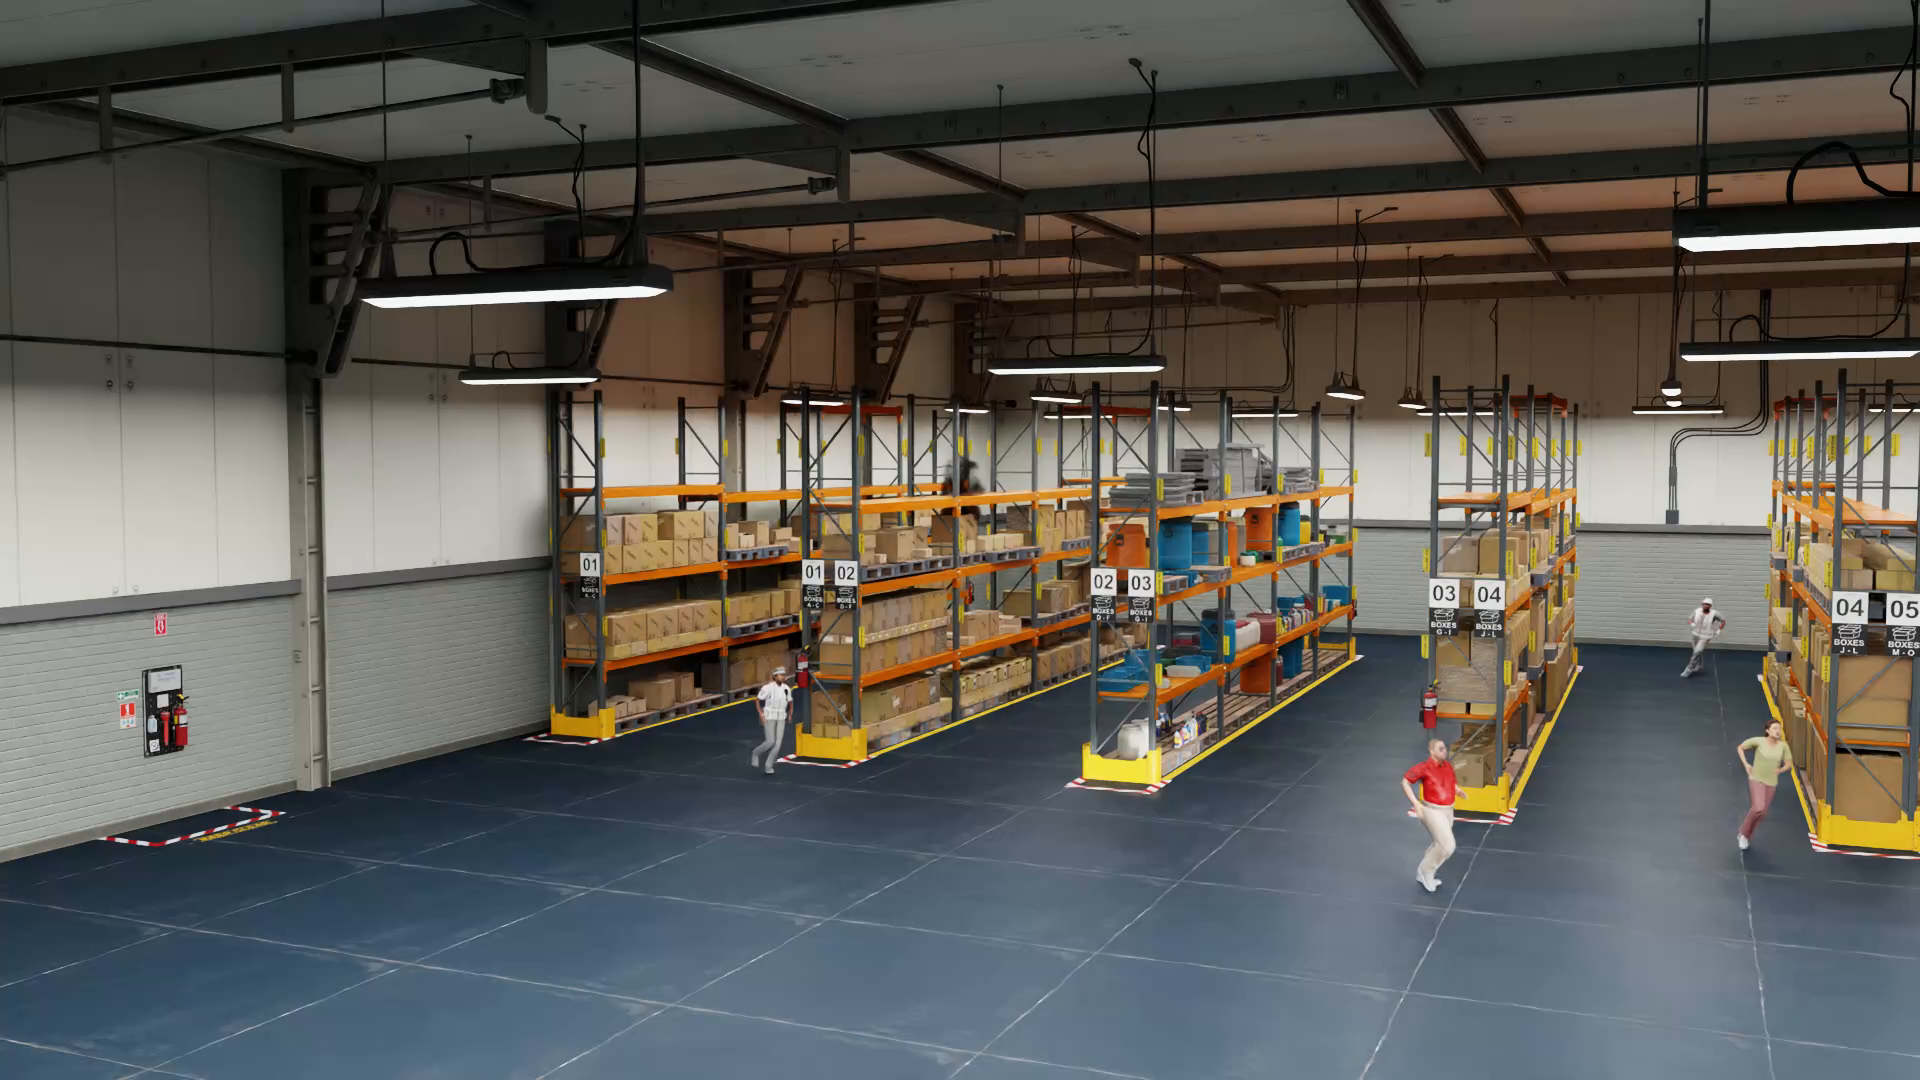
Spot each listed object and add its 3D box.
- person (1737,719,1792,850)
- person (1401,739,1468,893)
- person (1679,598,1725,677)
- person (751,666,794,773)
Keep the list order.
[{"bbox_3d":[10.036,3.043,20.745,0.593,1.658,0.602,0,3,1],"label":"person"},{"bbox_3d":[5.418,3.115,18.758,0.646,1.714,0.677,-3,4,-38],"label":"person"},{"bbox_3d":[16.272,2.131,36.443,0.944,1.746,0.786,-3,4,-39],"label":"person"},{"bbox_3d":[-2.865,2.762,25.741,0.639,1.633,0.535,-2,4,-35],"label":"person"}]
